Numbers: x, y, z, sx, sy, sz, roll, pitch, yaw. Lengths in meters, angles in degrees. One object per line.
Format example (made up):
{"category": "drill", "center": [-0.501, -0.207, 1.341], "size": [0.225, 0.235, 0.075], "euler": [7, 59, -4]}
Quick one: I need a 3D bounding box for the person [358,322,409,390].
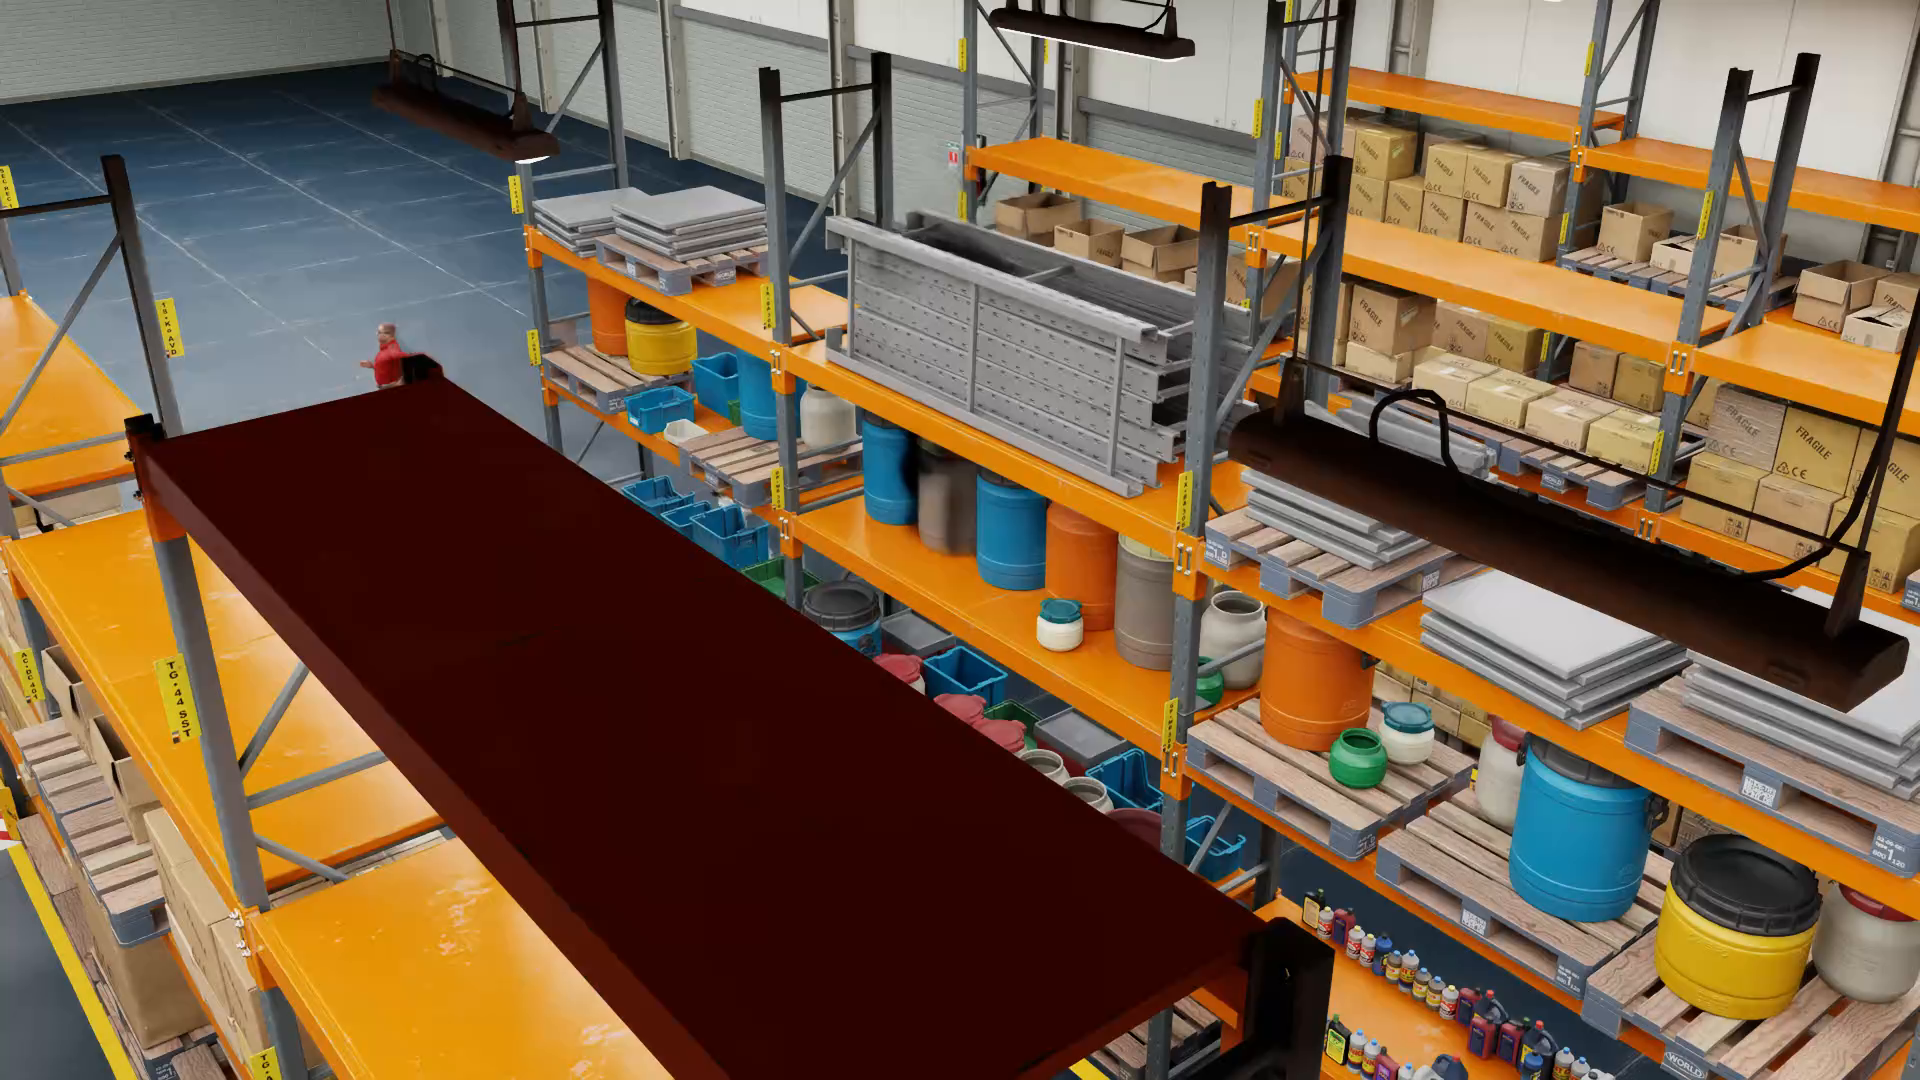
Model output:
{"category": "person", "center": [-6.755, -1.767, 19.888], "size": [0.964, 1.736, 0.656], "euler": [-7, 27, -14]}

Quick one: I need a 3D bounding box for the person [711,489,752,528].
{"category": "person", "center": [-2.255, -0.325, 16.916], "size": [0.712, 1.818, 0.661], "euler": [16, 30, 29]}
